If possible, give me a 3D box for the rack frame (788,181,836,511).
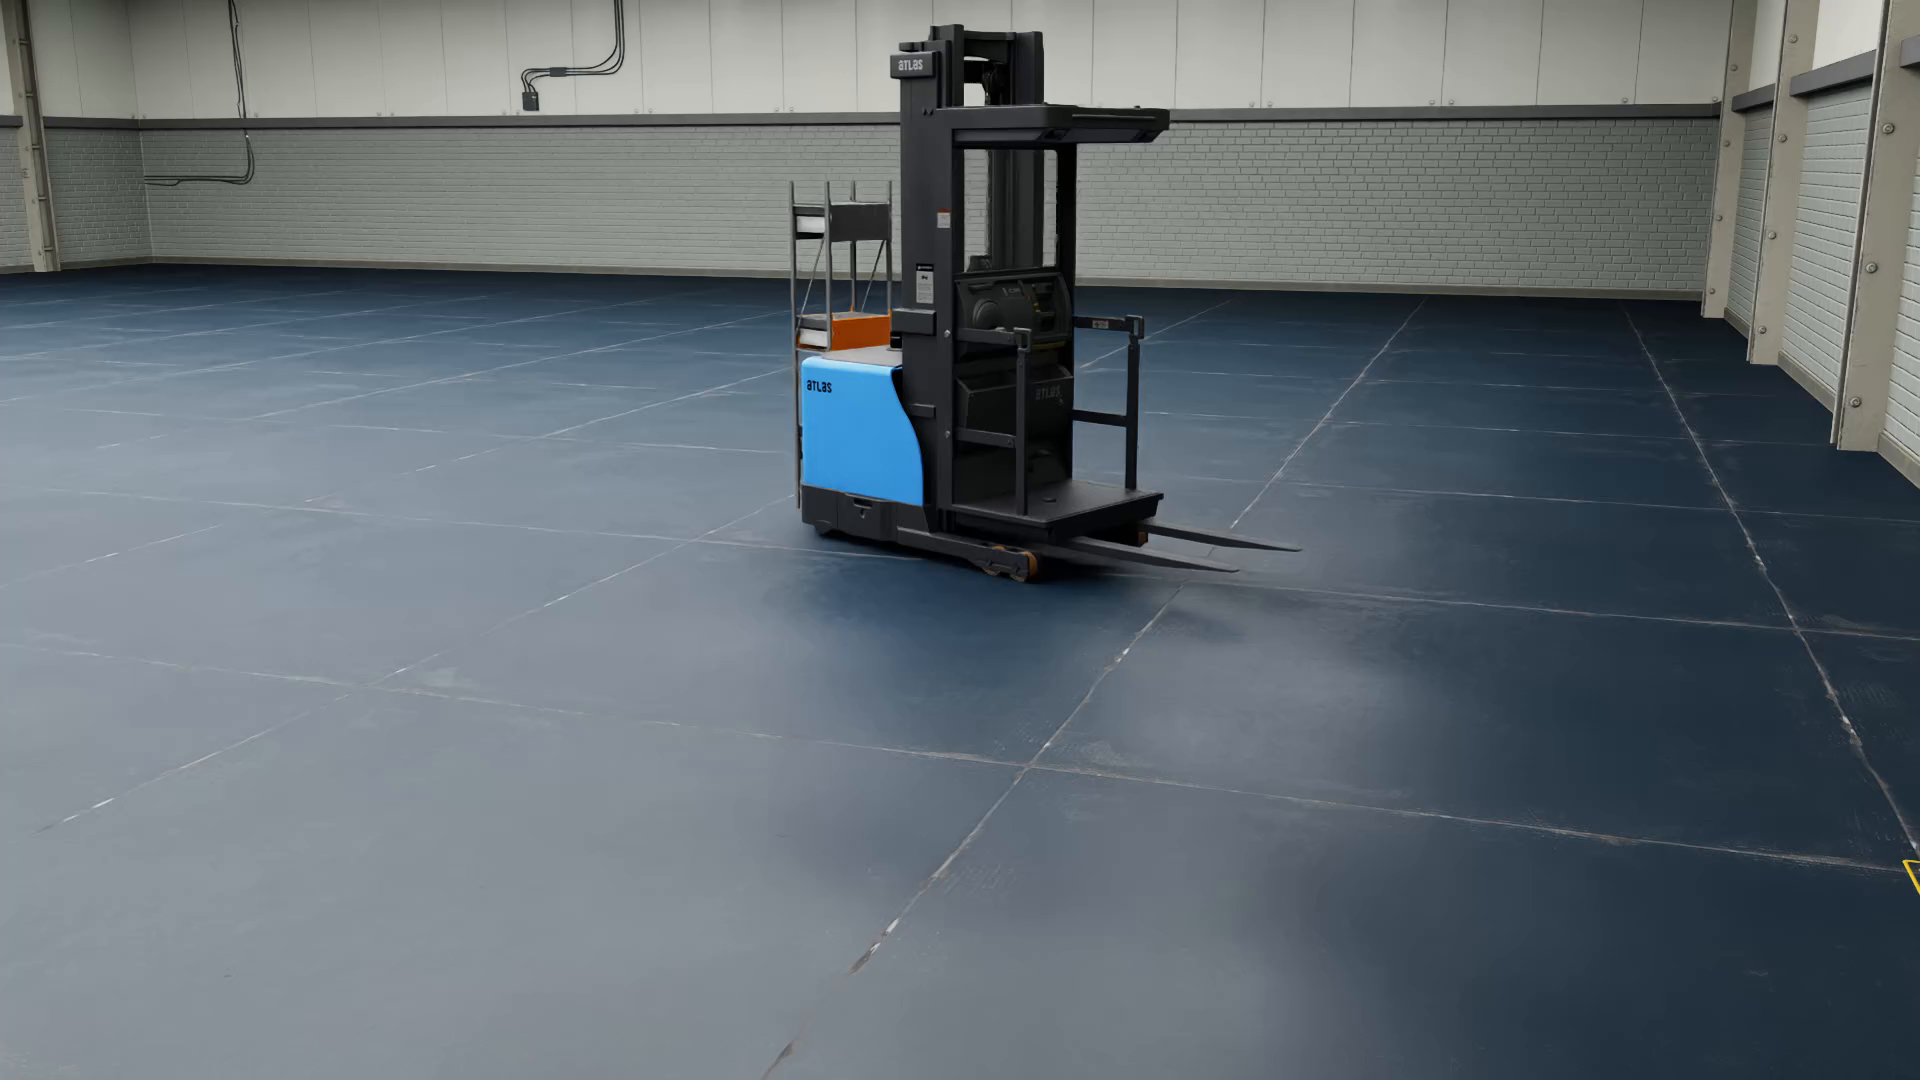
[{"bbox_3d":[-0.921,-1.190,10.480,0.400,2.100,0.015,12,17,42],"label":"rack frame"}]

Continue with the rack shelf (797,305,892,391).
[{"bbox_3d":[-0.754,-1.216,10.656,0.431,0.518,0.480,12,17,42],"label":"rack shelf"}]

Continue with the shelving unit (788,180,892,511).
[{"bbox_3d":[-0.754,-1.229,10.653,0.431,2.100,0.503,12,17,42],"label":"shelving unit"}]

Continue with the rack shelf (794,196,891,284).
[{"bbox_3d":[-0.755,-1.899,10.502,0.431,0.518,0.480,12,17,42],"label":"rack shelf"}]

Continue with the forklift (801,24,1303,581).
[{"bbox_3d":[0.465,-1.336,9.254,3.031,2.935,1.130,11,17,41],"label":"forklift"}]

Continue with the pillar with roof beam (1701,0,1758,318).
[{"bbox_3d":[6.938,-7.965,24.663,9.100,9.000,0.400,4,14,18],"label":"pillar with roof beam"}]

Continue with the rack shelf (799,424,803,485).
[{"bbox_3d":[-0.752,-0.533,10.811,0.431,0.518,0.480,12,17,42],"label":"rack shelf"}]

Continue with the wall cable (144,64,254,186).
[{"bbox_3d":[-16.589,-8.934,35.887,3.097,2.526,0.112,4,14,18],"label":"wall cable"}]

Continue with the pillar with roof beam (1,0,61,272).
[{"bbox_3d":[-14.720,-9.613,31.883,9.100,9.000,0.400,4,14,18],"label":"pillar with roof beam"}]

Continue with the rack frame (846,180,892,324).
[{"bbox_3d":[-0.586,-1.269,10.826,0.400,2.100,0.015,12,17,42],"label":"rack frame"}]

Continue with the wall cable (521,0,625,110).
[{"bbox_3d":[-7.612,-11.419,32.154,2.305,6.003,0.169,4,14,18],"label":"wall cable"}]

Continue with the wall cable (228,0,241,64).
[{"bbox_3d":[-14.029,-11.202,34.472,3.097,2.526,0.112,4,14,18],"label":"wall cable"}]

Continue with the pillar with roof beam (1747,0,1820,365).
[{"bbox_3d":[4.997,-6.702,19.128,9.100,9.000,0.400,4,14,18],"label":"pillar with roof beam"}]

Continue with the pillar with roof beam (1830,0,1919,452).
[{"bbox_3d":[3.056,-5.439,13.593,9.100,9.000,0.400,4,14,18],"label":"pillar with roof beam"}]
